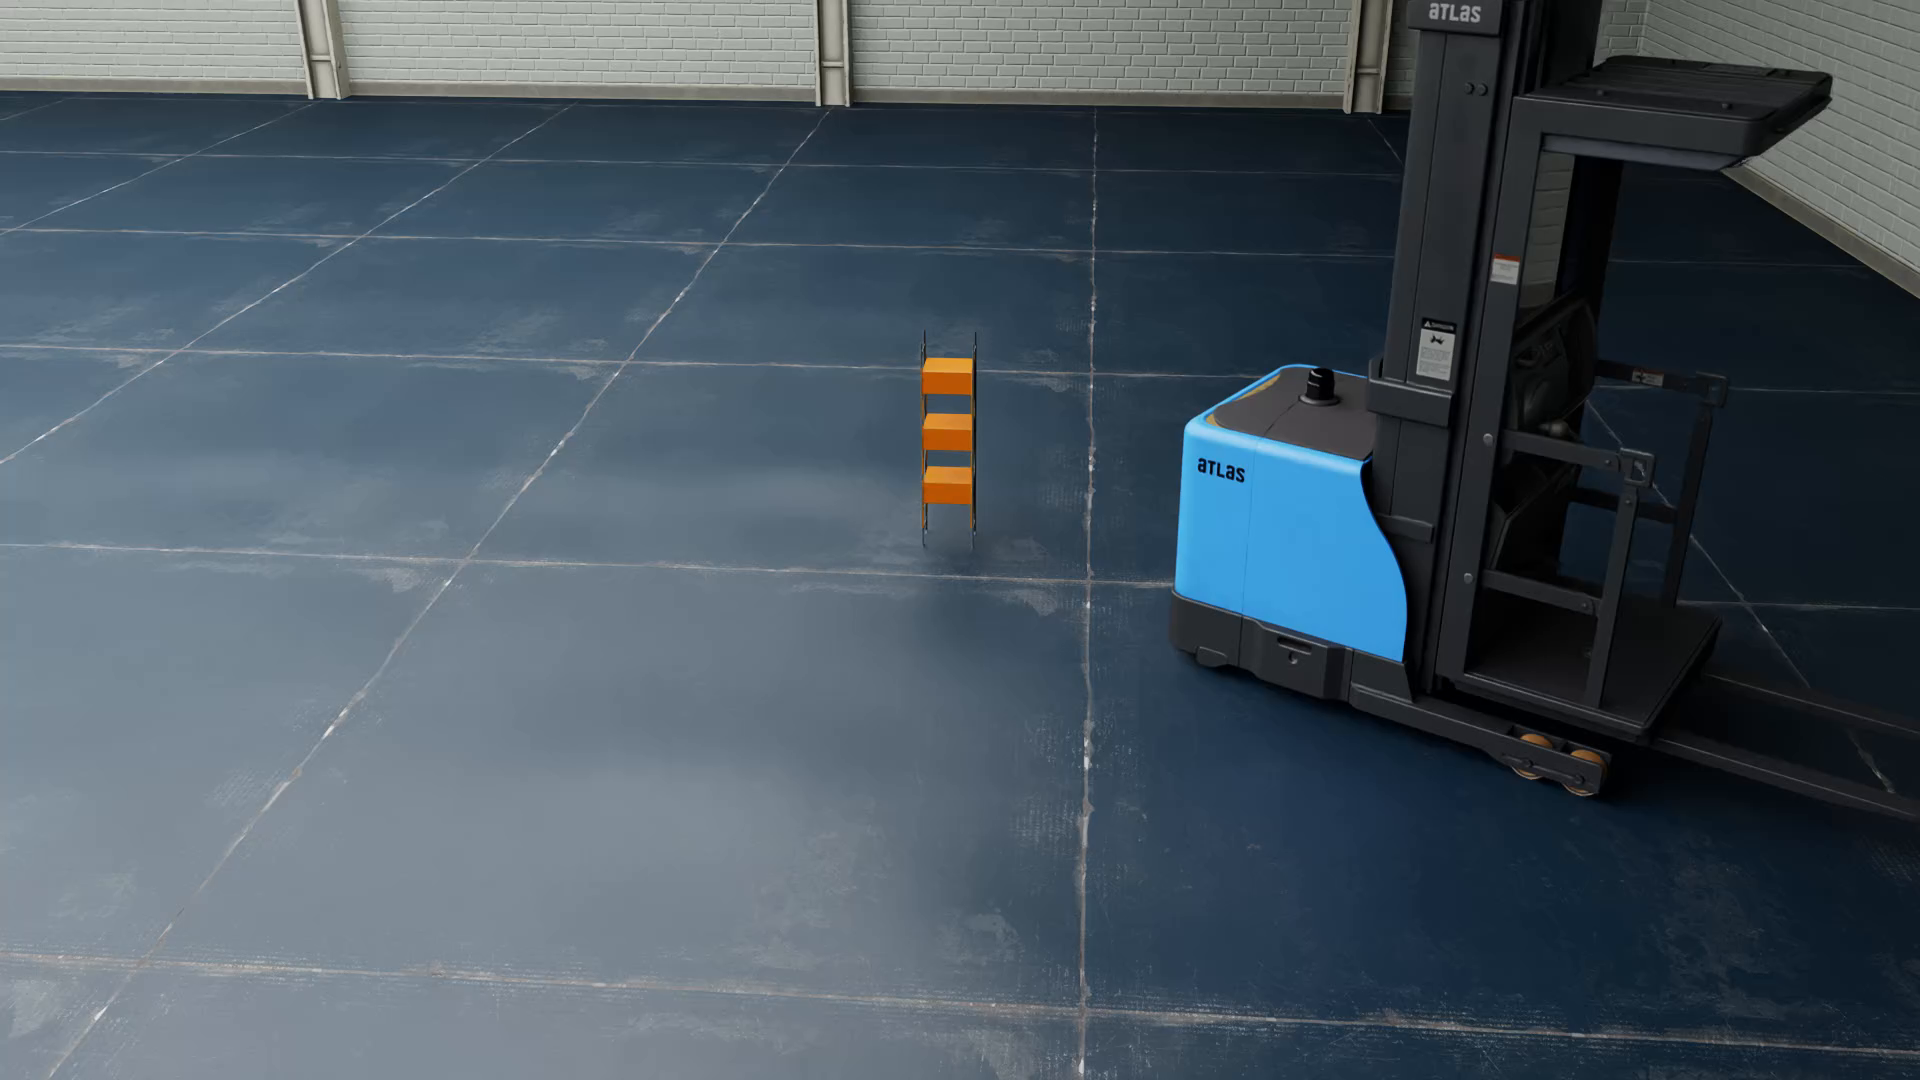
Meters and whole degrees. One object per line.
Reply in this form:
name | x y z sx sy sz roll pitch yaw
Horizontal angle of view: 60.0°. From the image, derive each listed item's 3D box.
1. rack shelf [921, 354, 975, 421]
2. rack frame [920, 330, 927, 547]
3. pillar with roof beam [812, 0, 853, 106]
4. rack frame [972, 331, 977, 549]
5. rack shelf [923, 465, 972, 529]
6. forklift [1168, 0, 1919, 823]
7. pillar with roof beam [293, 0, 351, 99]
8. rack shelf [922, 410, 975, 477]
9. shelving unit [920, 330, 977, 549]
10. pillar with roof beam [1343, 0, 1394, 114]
rack shelf | -0.053 -0.727 7.920 0.240 0.259 0.215 2 25 4
rack frame | -0.175 -0.483 8.043 0.008 1.050 0.200 2 25 4
pillar with roof beam | -1.773 -7.329 13.413 0.400 9.000 9.100 2 25 4
rack frame | 0.068 -0.475 8.026 0.008 1.050 0.200 2 25 4
rack shelf | -0.053 -0.217 8.155 0.240 0.259 0.215 2 25 4
forklift | 2.386 -0.632 6.118 3.031 2.935 1.130 17 30 32
pillar with roof beam | -7.755 -7.521 13.830 0.400 9.000 9.100 2 25 4
rack shelf | -0.053 -0.469 8.039 0.240 0.259 0.215 2 25 4
shelving unit | -0.053 -0.479 8.034 0.252 1.050 0.215 2 25 4
pillar with roof beam | 4.209 -7.137 12.996 0.400 9.000 9.100 2 25 4
